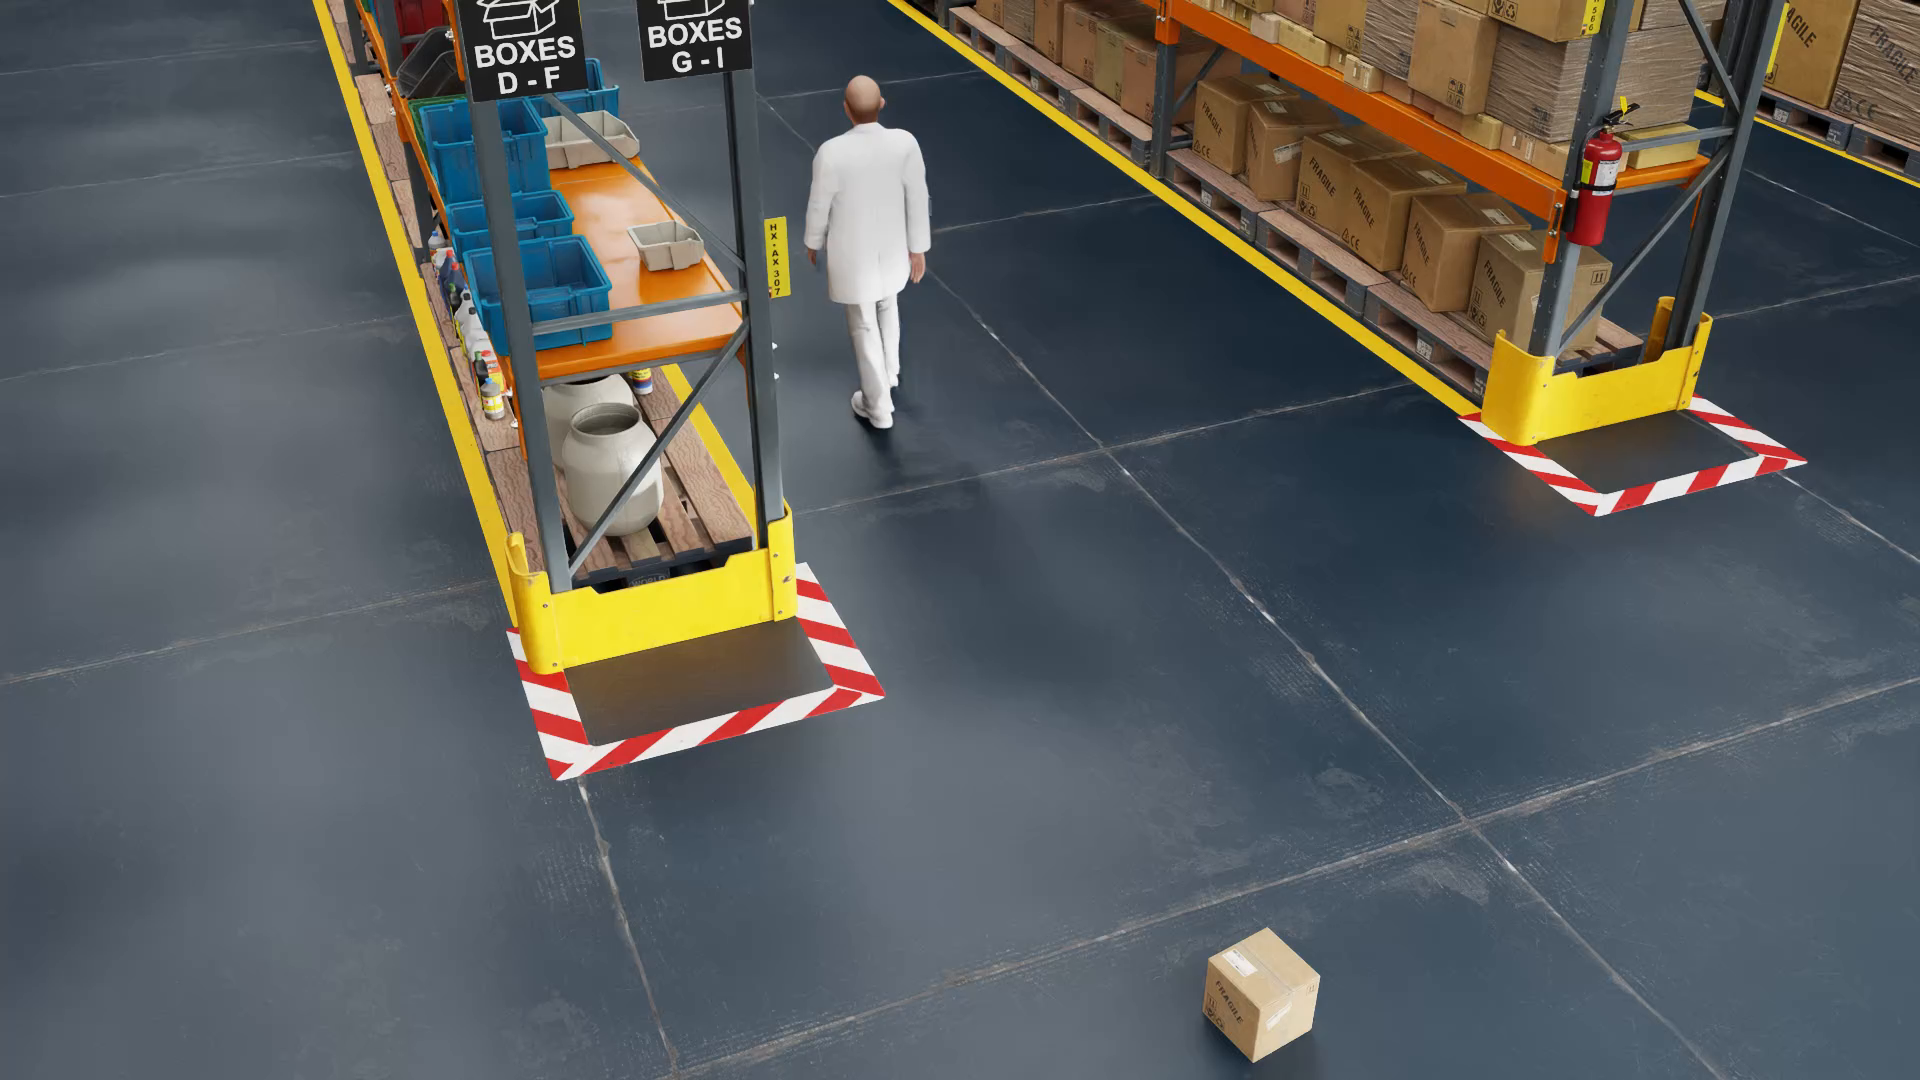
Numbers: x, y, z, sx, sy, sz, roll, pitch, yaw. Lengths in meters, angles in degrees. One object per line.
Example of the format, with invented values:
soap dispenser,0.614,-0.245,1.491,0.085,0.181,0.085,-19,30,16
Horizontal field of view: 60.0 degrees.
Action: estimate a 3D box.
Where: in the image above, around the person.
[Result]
person,-0.472,-1.433,8.393,0.586,1.855,0.664,-13,35,-19
